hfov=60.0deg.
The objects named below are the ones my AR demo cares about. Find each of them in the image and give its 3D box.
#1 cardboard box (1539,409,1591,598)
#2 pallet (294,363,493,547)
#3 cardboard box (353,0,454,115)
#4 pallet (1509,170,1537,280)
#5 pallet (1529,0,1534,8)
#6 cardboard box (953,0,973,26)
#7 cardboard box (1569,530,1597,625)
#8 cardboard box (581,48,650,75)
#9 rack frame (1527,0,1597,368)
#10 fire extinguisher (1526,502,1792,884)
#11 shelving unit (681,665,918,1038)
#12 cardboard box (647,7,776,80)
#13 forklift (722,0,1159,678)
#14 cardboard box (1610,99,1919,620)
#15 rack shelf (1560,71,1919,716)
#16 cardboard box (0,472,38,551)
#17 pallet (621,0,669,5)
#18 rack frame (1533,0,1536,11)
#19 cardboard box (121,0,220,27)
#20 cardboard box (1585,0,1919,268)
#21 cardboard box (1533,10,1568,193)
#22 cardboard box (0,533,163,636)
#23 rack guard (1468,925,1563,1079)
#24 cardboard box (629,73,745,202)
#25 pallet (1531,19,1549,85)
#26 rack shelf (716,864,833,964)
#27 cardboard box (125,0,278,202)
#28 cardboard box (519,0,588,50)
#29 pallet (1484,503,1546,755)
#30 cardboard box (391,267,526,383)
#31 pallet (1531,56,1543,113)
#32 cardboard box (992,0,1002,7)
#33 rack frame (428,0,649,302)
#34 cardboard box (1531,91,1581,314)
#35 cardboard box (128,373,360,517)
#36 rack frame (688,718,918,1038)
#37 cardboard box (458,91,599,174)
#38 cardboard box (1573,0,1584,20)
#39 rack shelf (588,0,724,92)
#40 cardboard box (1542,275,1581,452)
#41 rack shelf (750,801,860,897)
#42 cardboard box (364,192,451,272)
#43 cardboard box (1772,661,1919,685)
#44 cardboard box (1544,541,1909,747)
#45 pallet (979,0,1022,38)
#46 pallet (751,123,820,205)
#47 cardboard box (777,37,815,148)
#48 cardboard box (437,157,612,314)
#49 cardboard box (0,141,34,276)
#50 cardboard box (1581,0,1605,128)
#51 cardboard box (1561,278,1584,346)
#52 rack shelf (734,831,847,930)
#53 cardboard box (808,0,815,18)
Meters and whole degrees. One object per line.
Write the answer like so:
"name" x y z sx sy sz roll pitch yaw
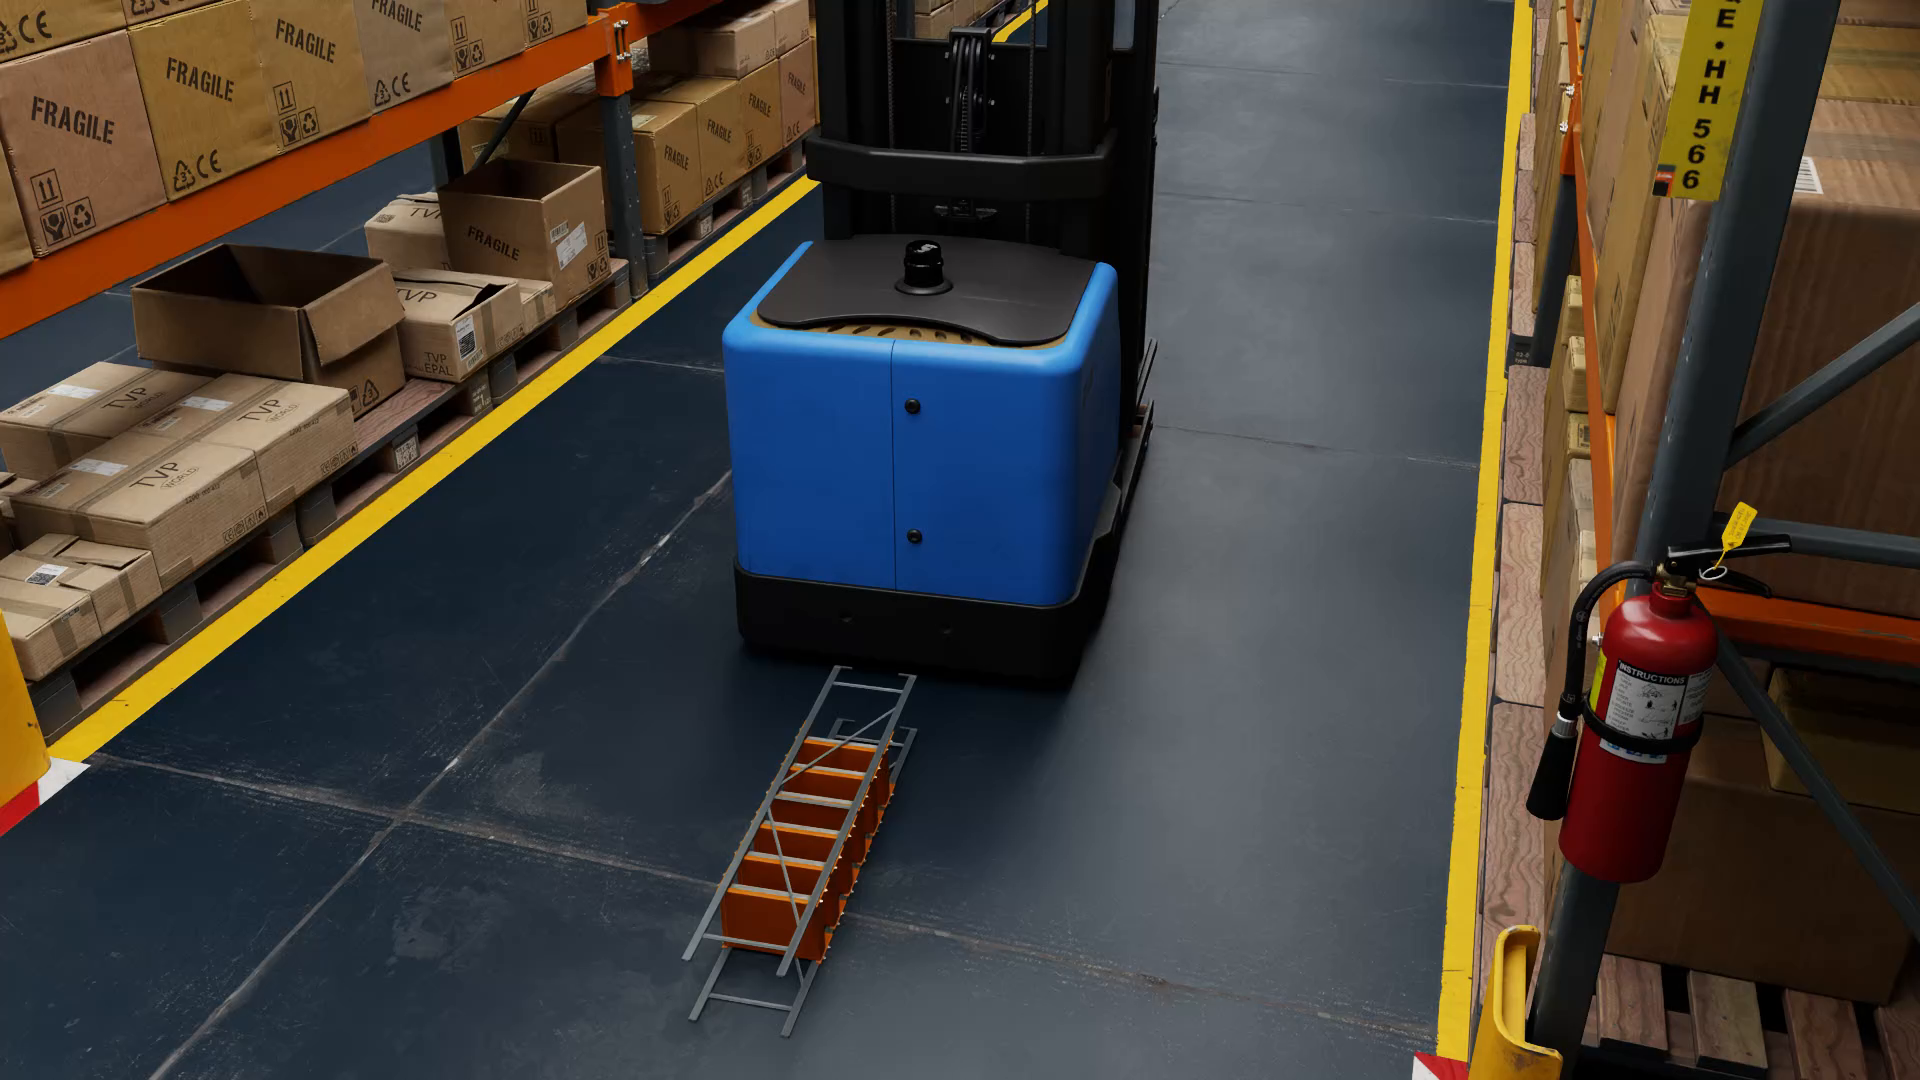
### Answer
"cardboard box" 2.152 -0.104 4.990 0.700 0.500 0.500 9 30 16
"pallet" -2.523 -0.415 6.280 1.003 0.211 1.213 8 30 15
"cardboard box" -2.164 -1.818 5.829 0.500 0.500 0.500 9 30 16
"pallet" 3.284 -1.536 8.294 1.003 0.211 1.213 8 30 15
"pallet" 5.284 -4.633 13.861 1.003 0.211 1.213 8 30 15
"cardboard box" -0.208 -3.798 11.888 0.500 0.250 0.500 8 30 13
"cardboard box" 1.646 0.123 3.915 0.380 0.149 0.250 9 30 16
"cardboard box" -1.792 -2.353 9.014 0.500 0.500 0.500 9 30 15
"rack frame" 2.773 -1.817 5.930 1.000 3.000 0.127 8 30 15
"fire extinguisher" 1.113 0.243 2.690 0.296 0.674 0.183 8 30 15
"shelving unit" -0.369 0.737 4.224 0.258 0.189 1.200 6 30 11
"cardboard box" -1.295 -2.604 8.693 0.500 0.250 0.500 9 30 15
"forklift" 0.132 -1.577 5.569 1.130 2.935 3.031 6 30 11
"cardboard box" 1.739 -0.327 2.944 0.980 0.700 0.700 10 31 17
"rack shelf" 2.186 -0.573 4.434 1.077 0.370 4.000 8 30 15
"cardboard box" -3.009 -0.080 5.270 0.380 0.166 0.250 8 30 15
"pallet" -1.625 -2.794 7.884 1.003 0.211 1.213 8 30 15
"rack frame" 5.121 -5.534 12.613 1.000 3.000 0.127 8 30 15
"cardboard box" -2.458 -1.788 4.747 0.500 0.500 0.500 9 30 16
"cardboard box" 2.174 -1.020 4.189 0.980 0.700 0.700 7 30 12
"cardboard box" 3.342 -2.190 8.381 0.750 0.750 0.750 8 30 15
"cardboard box" -2.613 0.121 4.908 0.380 0.166 0.250 8 30 15
"rack guard" 1.592 1.146 3.176 1.175 0.500 0.348 8 30 15
"cardboard box" -1.443 -2.061 8.488 0.500 0.500 0.500 9 30 16
"pallet" 4.538 -3.385 11.618 1.003 0.211 1.213 8 30 15
"rack shelf" -0.439 0.888 3.956 0.258 0.180 0.103 6 30 11
"cardboard box" -2.459 -1.349 4.986 0.500 0.500 0.500 8 30 15
"cardboard box" -1.865 -2.297 6.690 0.500 0.500 0.500 9 30 16
"pallet" 2.119 0.313 4.970 1.003 0.211 1.213 8 30 15
"cardboard box" -2.080 -0.885 6.569 0.500 0.311 0.500 8 30 15
"pallet" 4.178 -2.820 10.602 1.003 0.211 1.213 8 30 15
"cardboard box" 0.089 -4.278 12.752 0.500 0.250 0.500 9 30 16
"rack frame" -1.964 -2.522 7.198 1.000 3.000 0.127 8 30 15
"cardboard box" 2.839 -1.381 6.927 0.750 0.750 0.750 9 30 15
"cardboard box" -2.414 -0.330 5.634 0.500 0.250 0.500 8 30 15
"rack frame" -0.369 0.817 4.269 0.240 0.006 1.200 6 30 11
"cardboard box" -2.093 -1.892 8.184 0.500 0.500 0.500 8 30 15
"cardboard box" 2.793 -2.279 6.999 0.380 0.149 0.250 9 30 15
"rack shelf" -1.377 -3.137 9.043 1.077 0.370 4.000 8 30 15
"cardboard box" 2.455 -0.575 5.837 0.700 0.500 0.500 9 30 16
"rack shelf" -0.386 0.773 4.160 0.258 0.180 0.103 6 30 11
"cardboard box" -2.294 -1.375 7.449 0.500 0.311 0.500 8 30 15
"cardboard box" 2.011 0.179 3.814 0.380 0.149 0.250 9 30 15
"cardboard box" 1.855 0.379 4.123 0.700 0.500 0.500 8 30 15
"pallet" -0.151 -4.104 12.911 1.003 0.211 1.213 8 30 15
"pallet" -1.405 -2.255 9.587 1.003 0.211 1.213 8 30 15
"cardboard box" -1.140 -2.527 9.326 0.500 0.500 0.500 7 30 13
"cardboard box" -1.860 -1.316 7.150 0.500 0.500 0.500 8 30 15
"cardboard box" -2.756 -0.875 4.135 0.500 0.500 0.500 9 30 16
"cardboard box" 2.598 -1.698 5.408 0.980 0.700 0.700 9 30 16
"cardboard box" 2.180 -0.725 5.440 0.380 0.149 0.250 10 30 17
"rack shelf" -0.412 0.831 4.058 0.258 0.180 0.103 6 30 11
"cardboard box" -0.852 -3.313 9.968 0.500 0.250 0.500 10 31 17
